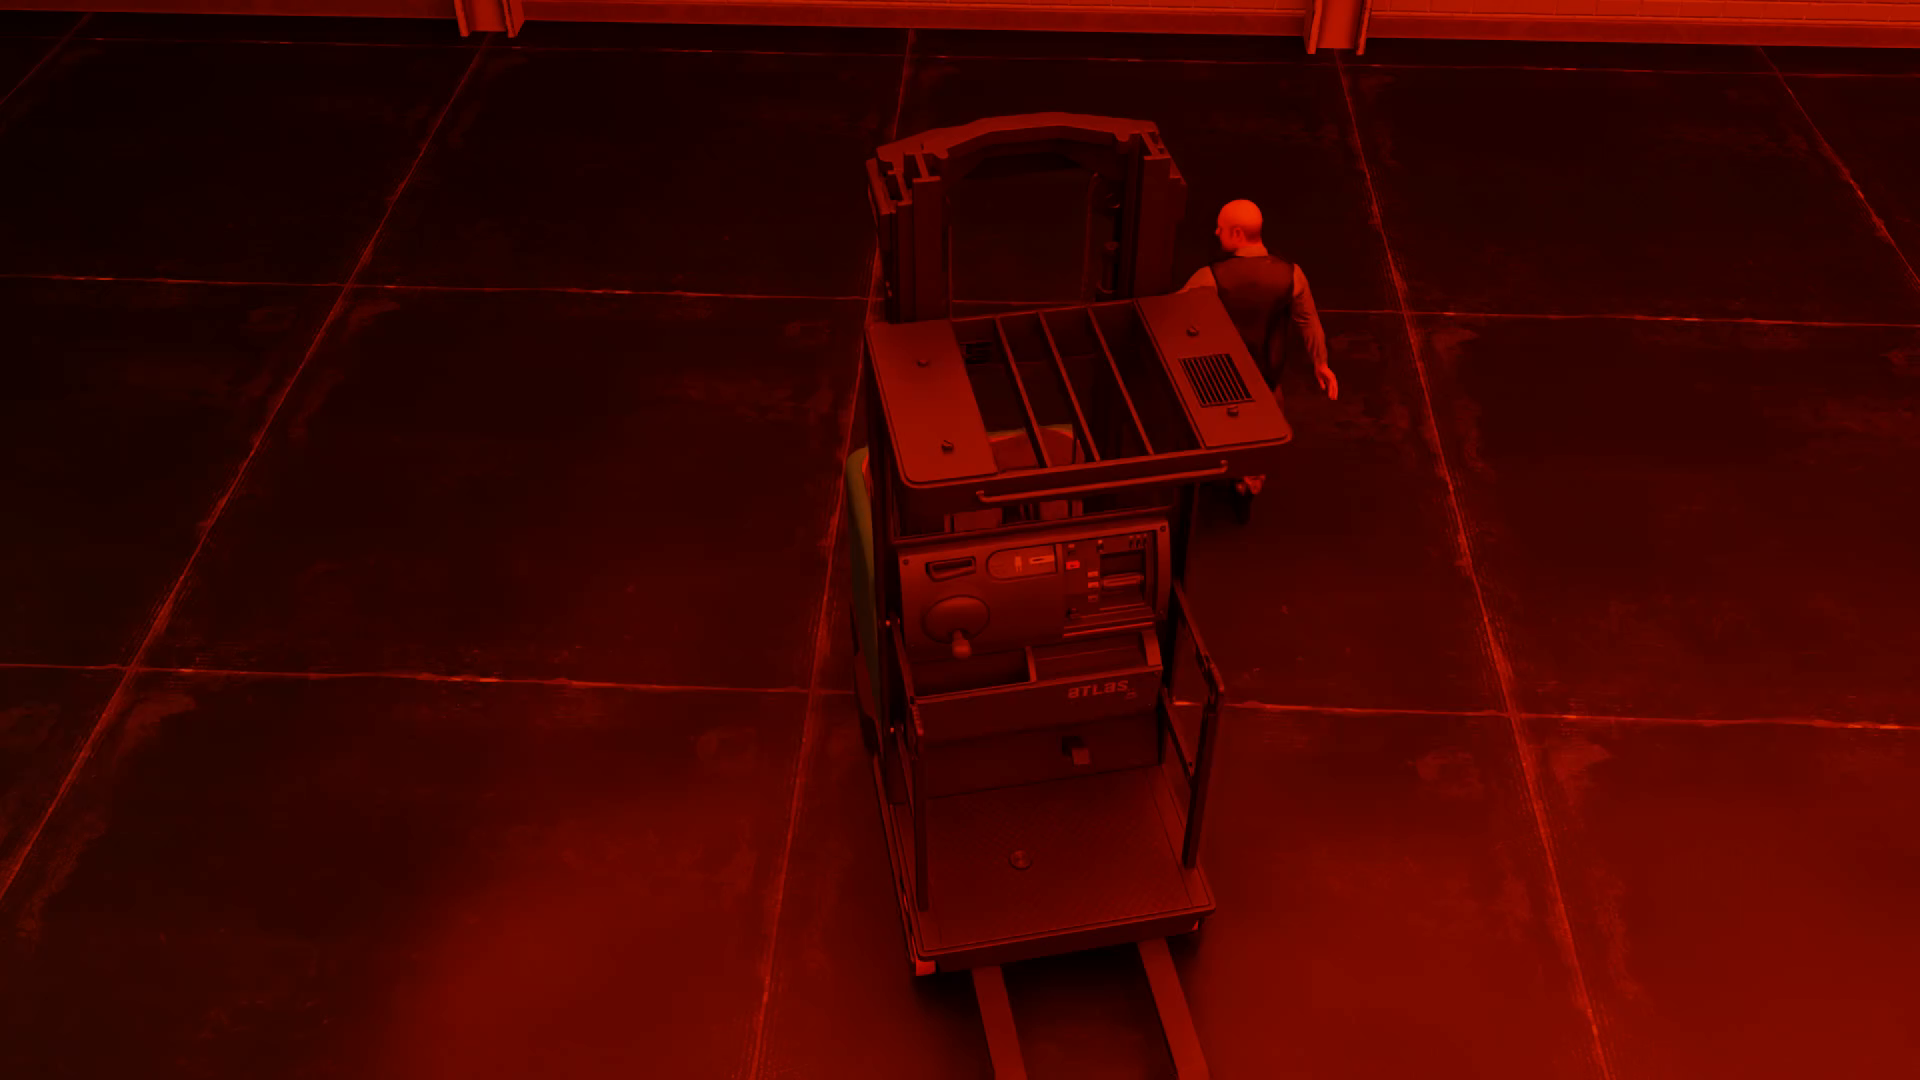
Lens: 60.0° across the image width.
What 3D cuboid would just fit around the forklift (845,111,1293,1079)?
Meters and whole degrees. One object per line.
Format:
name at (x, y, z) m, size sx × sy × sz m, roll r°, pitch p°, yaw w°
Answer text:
forklift at (0.300, 0.251, 5.467) m, size 1.130 × 2.935 × 3.031 m, roll -7°, pitch 43°, yaw -8°

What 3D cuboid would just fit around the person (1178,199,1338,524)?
person at (1.306, -0.788, 7.674) m, size 0.891 × 1.543 × 0.575 m, roll 7°, pitch 43°, yaw 8°
